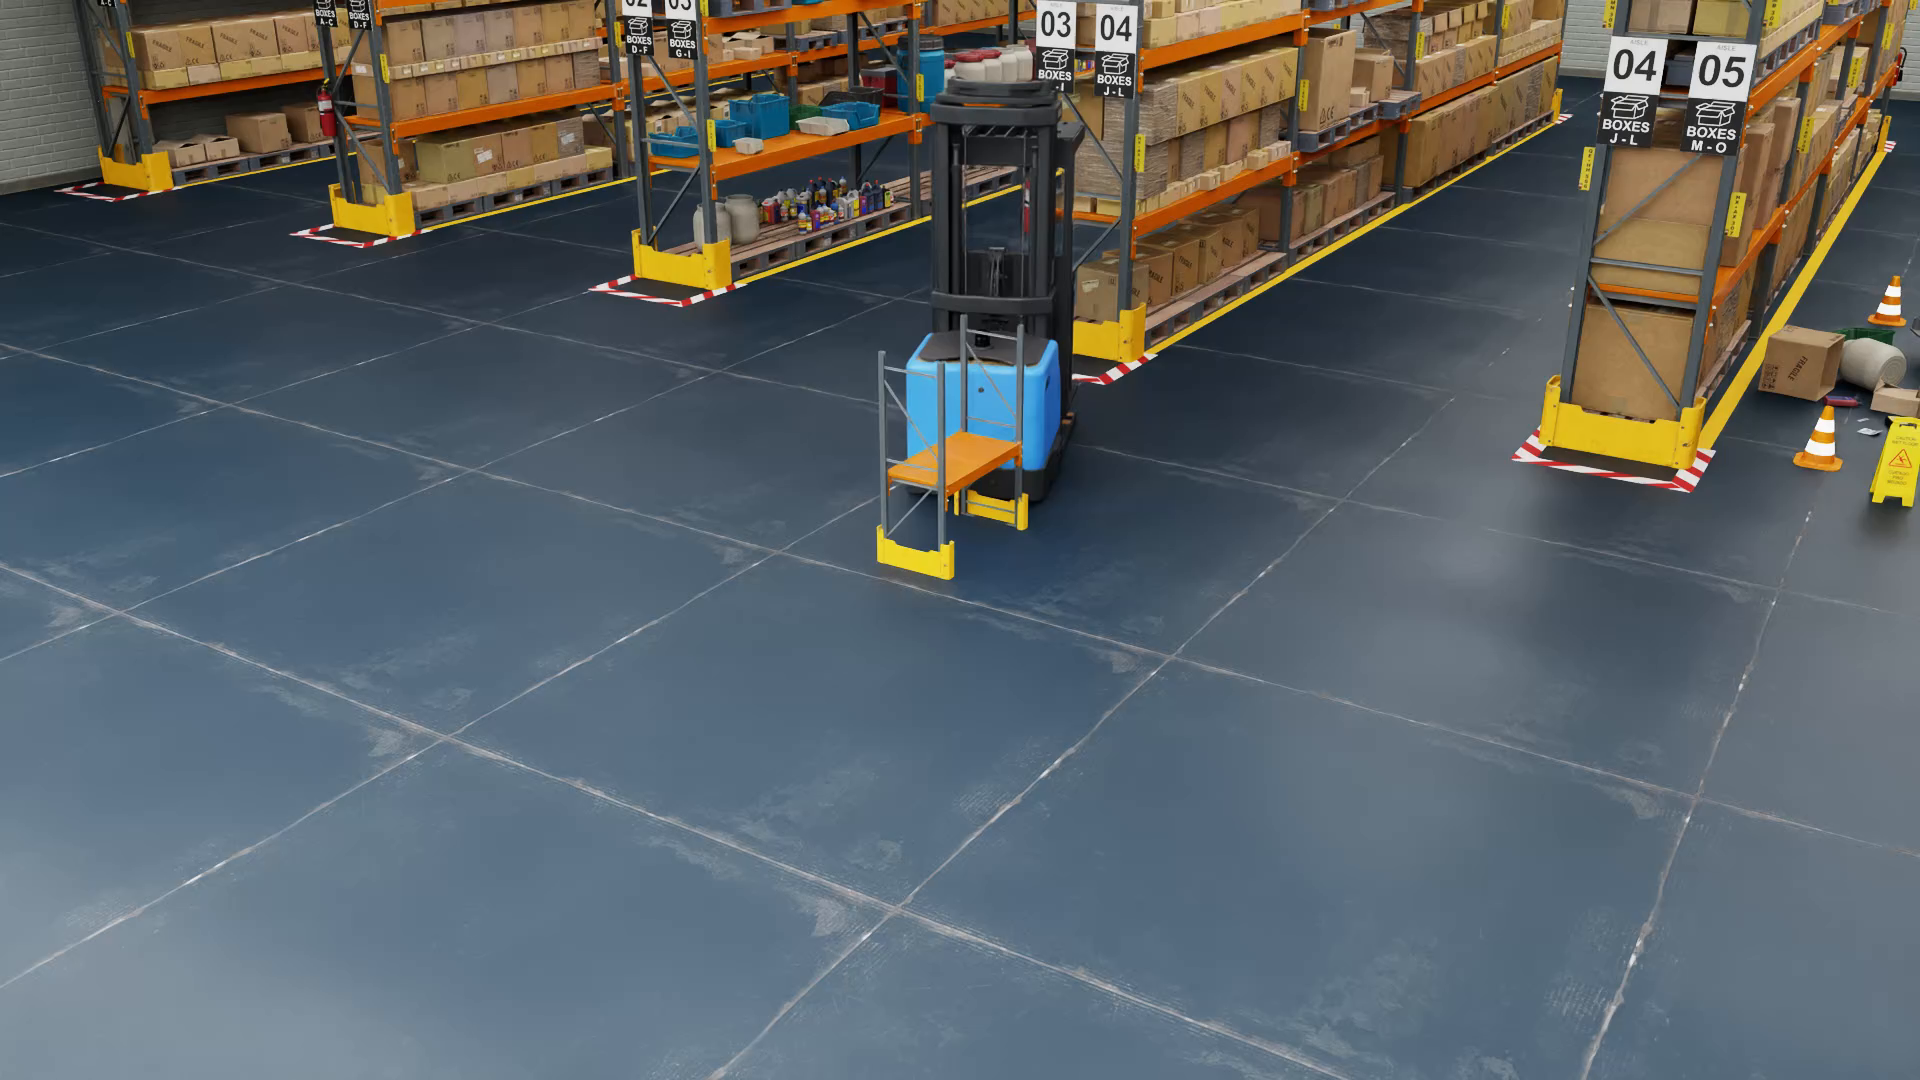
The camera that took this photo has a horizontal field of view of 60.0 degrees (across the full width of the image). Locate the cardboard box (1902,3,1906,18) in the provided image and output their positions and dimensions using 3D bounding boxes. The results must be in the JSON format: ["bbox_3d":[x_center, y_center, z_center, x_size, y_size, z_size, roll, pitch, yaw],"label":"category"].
[{"bbox_3d":[13.447,-7.772,24.167,0.500,0.500,0.500,13,27,27],"label":"cardboard box"}]

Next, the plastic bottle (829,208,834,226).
[{"bbox_3d":[-1.557,-3.866,19.874,0.097,0.201,0.097,0,23,0],"label":"plastic bottle"}]

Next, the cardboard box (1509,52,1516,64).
[{"bbox_3d":[8.189,-7.324,25.208,0.380,0.149,0.250,15,28,31],"label":"cardboard box"}]

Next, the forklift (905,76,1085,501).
[{"bbox_3d":[0.367,-2.186,13.109,1.130,2.935,3.031,4,24,10],"label":"forklift"}]

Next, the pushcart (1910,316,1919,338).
[{"bbox_3d":[9.710,-1.712,15.230,1.648,0.377,0.936,5,24,11],"label":"pushcart"}]

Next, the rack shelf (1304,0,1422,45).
[{"bbox_3d":[4.309,-6.253,19.548,1.077,0.370,4.000,14,27,29],"label":"rack shelf"}]

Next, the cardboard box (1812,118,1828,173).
[{"bbox_3d":[8.720,-4.135,17.400,0.500,0.500,0.500,14,27,30],"label":"cardboard box"}]

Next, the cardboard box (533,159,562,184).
[{"bbox_3d":[-5.742,-4.999,22.453,0.500,0.250,0.500,14,27,29],"label":"cardboard box"}]

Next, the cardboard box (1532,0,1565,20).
[{"bbox_3d":[9.550,-8.774,27.112,0.500,0.500,0.500,14,27,30],"label":"cardboard box"}]

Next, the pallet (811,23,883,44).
[{"bbox_3d":[-2.028,-8.528,27.915,1.003,0.211,1.213,14,27,29],"label":"pallet"}]

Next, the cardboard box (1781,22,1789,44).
[{"bbox_3d":[6.290,-3.997,13.093,0.380,0.149,0.250,14,27,29],"label":"cardboard box"}]

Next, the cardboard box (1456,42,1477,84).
[{"bbox_3d":[6.923,-6.719,23.369,0.500,0.500,0.500,14,27,28],"label":"cardboard box"}]

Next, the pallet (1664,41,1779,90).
[{"bbox_3d":[5.687,-3.696,12.848,1.003,0.211,1.213,14,27,29],"label":"pallet"}]

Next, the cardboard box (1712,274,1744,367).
[{"bbox_3d":[6.551,-2.173,15.139,0.875,0.875,0.875,14,27,29],"label":"cardboard box"}]

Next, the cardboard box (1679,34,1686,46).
[{"bbox_3d":[5.460,-3.962,13.014,0.380,0.149,0.250,14,27,30],"label":"cardboard box"}]

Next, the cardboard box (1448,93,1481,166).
[{"bbox_3d":[6.683,-5.927,23.811,1.225,0.875,0.875,13,27,27],"label":"cardboard box"}]

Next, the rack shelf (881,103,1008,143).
[{"bbox_3d":[0.101,-5.914,22.541,1.077,0.370,4.000,14,27,29],"label":"rack shelf"}]

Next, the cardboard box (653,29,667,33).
[{"bbox_3d":[-5.383,-9.305,31.646,0.750,0.750,0.750,14,27,30],"label":"cardboard box"}]

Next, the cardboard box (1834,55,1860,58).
[{"bbox_3d":[11.039,-5.983,20.834,0.380,0.149,0.250,13,27,27],"label":"cardboard box"}]

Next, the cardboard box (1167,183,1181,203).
[{"bbox_3d":[1.904,-3.362,16.058,0.380,0.149,0.250,14,27,29],"label":"cardboard box"}]

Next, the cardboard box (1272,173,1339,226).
[{"bbox_3d":[4.158,-4.135,20.118,0.700,0.500,0.500,11,26,24],"label":"cardboard box"}]

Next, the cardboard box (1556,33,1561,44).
[{"bbox_3d":[9.676,-8.277,27.410,0.380,0.149,0.250,14,27,30],"label":"cardboard box"}]

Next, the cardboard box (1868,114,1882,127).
[{"bbox_3d":[13.470,-6.247,24.715,0.380,0.149,0.250,13,27,28],"label":"cardboard box"}]

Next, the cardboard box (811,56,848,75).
[{"bbox_3d":[-2.194,-8.088,28.307,0.500,0.250,0.500,13,27,28],"label":"cardboard box"}]

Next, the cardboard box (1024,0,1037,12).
[{"bbox_3d":[1.165,-10.496,32.095,0.500,0.500,0.500,15,27,31],"label":"cardboard box"}]

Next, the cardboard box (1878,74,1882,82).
[{"bbox_3d":[12.715,-6.524,23.361,0.380,0.149,0.250,15,28,31],"label":"cardboard box"}]

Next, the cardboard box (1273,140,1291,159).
[{"bbox_3d":[3.390,-4.282,18.181,0.380,0.149,0.250,14,27,29],"label":"cardboard box"}]

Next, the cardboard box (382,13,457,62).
[{"bbox_3d":[-6.712,-6.251,20.655,0.700,0.500,0.500,13,27,28],"label":"cardboard box"}]

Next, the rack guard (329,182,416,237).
[{"bbox_3d":[-7.283,-4.103,20.599,1.175,0.500,0.348,14,27,29],"label":"rack guard"}]

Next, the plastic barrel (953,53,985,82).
[{"bbox_3d":[0.124,-6.156,22.024,0.433,0.535,0.433,0,23,0],"label":"plastic barrel"}]

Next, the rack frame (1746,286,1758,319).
[{"bbox_3d":[7.412,-3.458,15.963,0.949,2.616,0.053,14,27,29],"label":"rack frame"}]

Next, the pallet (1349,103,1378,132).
[{"bbox_3d":[4.355,-5.117,20.035,1.003,0.211,1.213,14,27,29],"label":"pallet"}]

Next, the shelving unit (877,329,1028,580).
[{"bbox_3d":[-0.040,-0.663,11.393,0.587,1.500,1.083,14,27,29],"label":"shelving unit"}]

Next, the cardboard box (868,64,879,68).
[{"bbox_3d":[-1.674,-8.069,29.206,0.500,0.500,0.500,14,27,30],"label":"cardboard box"}]

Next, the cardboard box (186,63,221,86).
[{"bbox_3d":[-10.692,-6.512,23.180,0.500,0.250,0.500,13,27,27],"label":"cardboard box"}]

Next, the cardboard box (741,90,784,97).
[{"bbox_3d":[-3.117,-6.918,26.182,0.500,0.311,0.500,15,27,30],"label":"cardboard box"}]

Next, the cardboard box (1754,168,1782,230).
[{"bbox_3d":[6.959,-3.209,15.199,0.875,0.550,0.550,14,27,29],"label":"cardboard box"}]

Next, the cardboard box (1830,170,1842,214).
[{"bbox_3d":[10.643,-4.383,20.717,0.500,0.500,0.500,13,27,28],"label":"cardboard box"}]

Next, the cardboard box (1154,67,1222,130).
[{"bbox_3d":[2.198,-4.287,16.119,0.500,0.500,0.500,14,27,29],"label":"cardboard box"}]

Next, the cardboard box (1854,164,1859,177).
[{"bbox_3d":[12.099,-5.098,22.810,0.380,0.149,0.250,13,26,27],"label":"cardboard box"}]

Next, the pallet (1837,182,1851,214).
[{"bbox_3d":[11.225,-4.615,22.145,1.003,0.211,1.213,14,27,29],"label":"pallet"}]

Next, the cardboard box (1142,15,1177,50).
[{"bbox_3d":[1.618,-4.597,15.007,0.500,0.250,0.500,15,27,30],"label":"cardboard box"}]

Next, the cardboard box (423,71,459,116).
[{"bbox_3d":[-6.740,-5.637,20.871,0.700,0.500,0.500,15,27,30],"label":"cardboard box"}]

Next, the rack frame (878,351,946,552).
[{"bbox_3d":[-0.313,-0.488,10.989,0.500,1.500,0.032,14,27,29],"label":"rack frame"}]

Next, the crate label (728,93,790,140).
[{"bbox_3d":[-2.323,-4.913,19.279,0.502,0.435,0.616,14,27,29],"label":"crate label"}]

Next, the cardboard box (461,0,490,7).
[{"bbox_3d":[-8.138,-8.657,27.293,0.700,0.500,0.500,14,27,29],"label":"cardboard box"}]

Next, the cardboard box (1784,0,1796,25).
[{"bbox_3d":[6.309,-4.242,13.157,0.500,0.250,0.500,14,27,29],"label":"cardboard box"}]

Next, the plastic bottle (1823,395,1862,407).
[{"bbox_3d":[7.674,-1.203,14.453,0.283,0.061,0.133,5,24,11],"label":"plastic bottle"}]

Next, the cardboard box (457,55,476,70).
[{"bbox_3d":[-6.337,-6.038,20.980,0.380,0.149,0.250,13,27,27],"label":"cardboard box"}]

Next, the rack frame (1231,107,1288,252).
[{"bbox_3d":[3.257,-4.531,18.440,0.949,2.616,0.053,14,27,29],"label":"rack frame"}]

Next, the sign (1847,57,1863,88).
[{"bbox_3d":[9.998,-5.224,18.584,0.100,0.325,0.005,14,27,29],"label":"sign"}]

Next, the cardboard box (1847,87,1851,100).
[{"bbox_3d":[10.768,-5.529,20.535,0.380,0.149,0.250,13,27,27],"label":"cardboard box"}]

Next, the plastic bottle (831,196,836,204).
[{"bbox_3d":[-1.500,-4.041,20.174,0.061,0.283,0.133,14,27,29],"label":"plastic bottle"}]

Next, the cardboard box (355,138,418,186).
[{"bbox_3d":[-7.240,-4.777,20.997,0.500,0.500,0.500,14,27,29],"label":"cardboard box"}]

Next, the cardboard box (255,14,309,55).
[{"bbox_3d":[-9.890,-7.368,24.214,0.500,0.500,0.500,13,27,27],"label":"cardboard box"}]

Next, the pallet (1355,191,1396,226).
[{"bbox_3d":[4.950,-4.338,21.505,1.003,0.211,1.213,14,27,29],"label":"pallet"}]

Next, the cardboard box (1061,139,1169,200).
[{"bbox_3d":[1.457,-3.543,15.659,0.875,0.500,0.500,14,27,29],"label":"cardboard box"}]

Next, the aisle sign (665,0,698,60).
[{"bbox_3d":[-2.853,-5.326,17.006,0.394,0.787,0.004,14,27,29],"label":"aisle sign"}]

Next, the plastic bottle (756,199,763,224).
[{"bbox_3d":[-2.421,-3.929,19.917,0.061,0.283,0.133,15,27,30],"label":"plastic bottle"}]
